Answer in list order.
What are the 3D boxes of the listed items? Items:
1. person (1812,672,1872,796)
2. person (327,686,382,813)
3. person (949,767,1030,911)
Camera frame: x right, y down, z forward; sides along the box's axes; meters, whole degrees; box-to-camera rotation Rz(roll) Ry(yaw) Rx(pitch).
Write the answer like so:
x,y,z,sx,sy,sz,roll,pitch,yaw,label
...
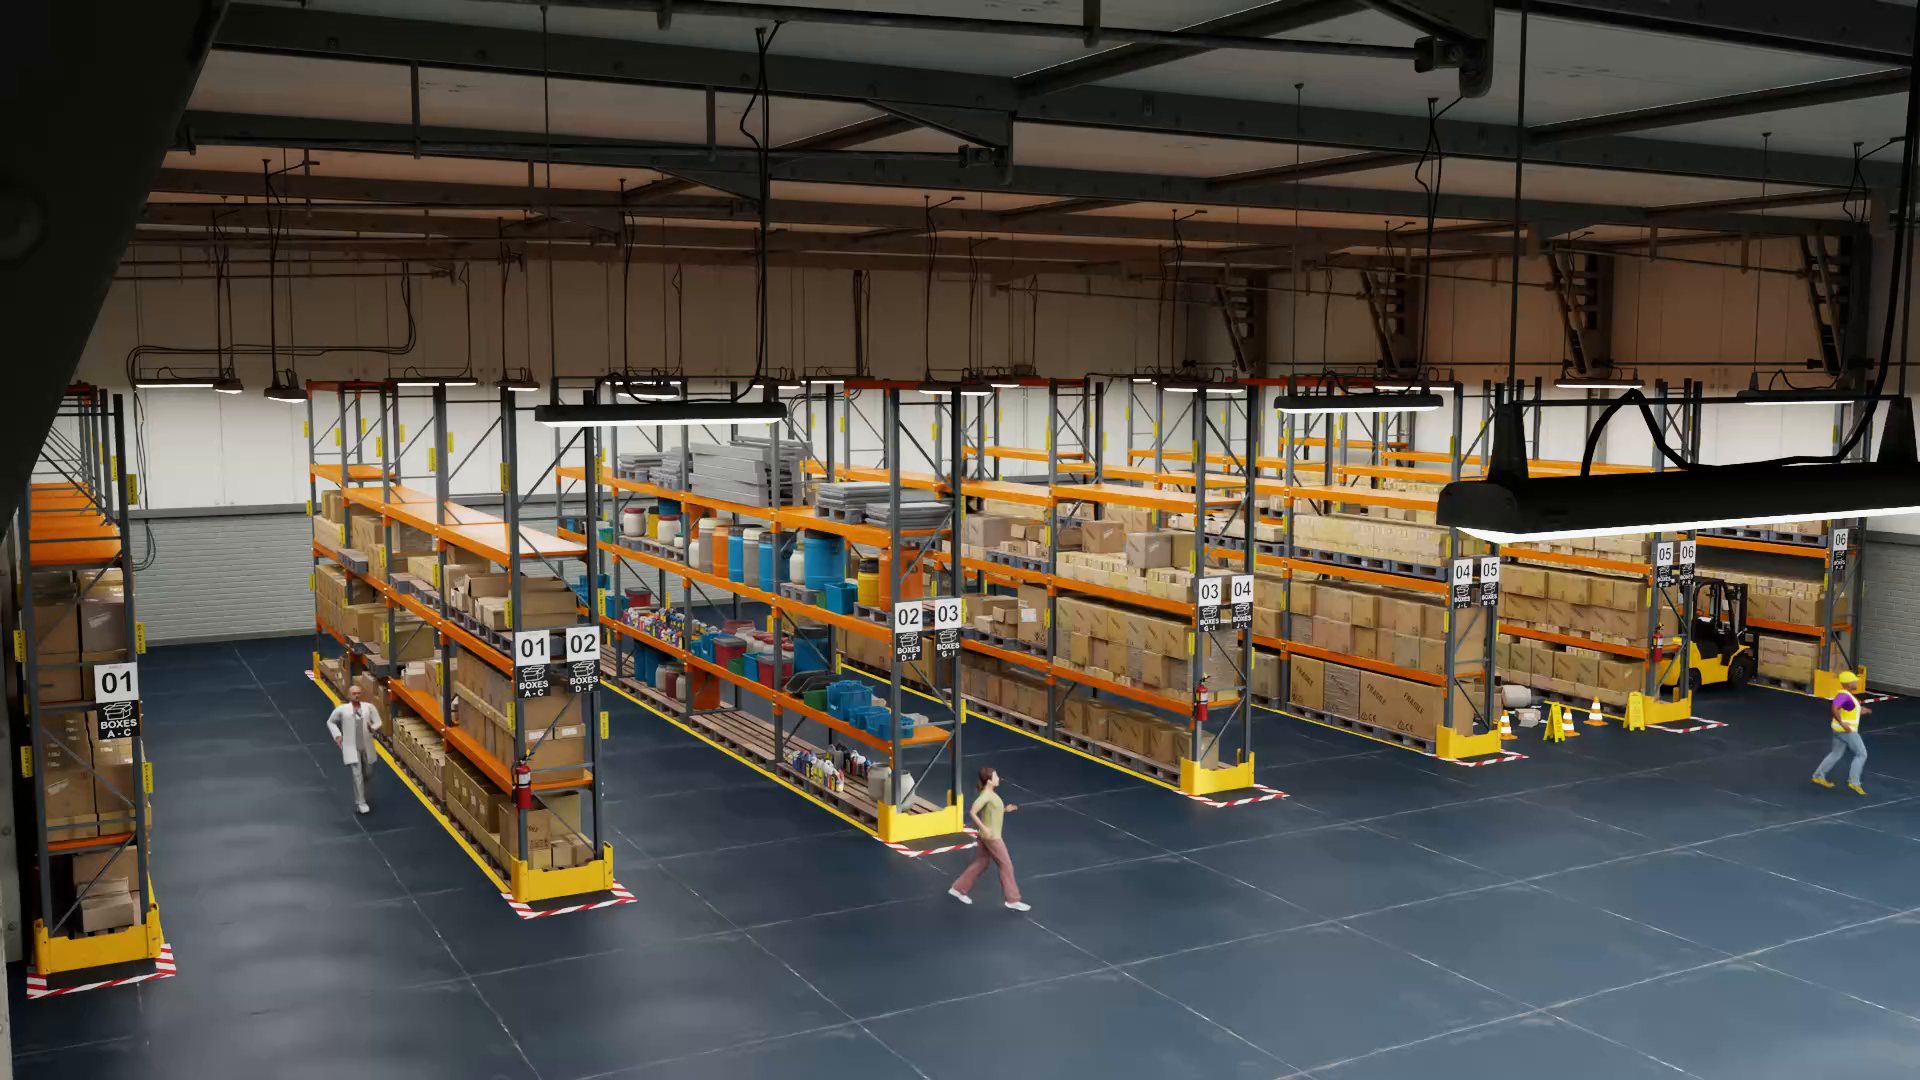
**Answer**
x,y,z,sx,sy,sz,roll,pitch,yaw,label
13.046,2.854,24.538,0.785,1.829,0.674,1,6,12,person
-8.570,2.941,23.634,0.718,1.752,0.981,-4,7,-34,person
0.340,3.438,19.177,0.942,1.677,0.568,-1,6,-5,person
